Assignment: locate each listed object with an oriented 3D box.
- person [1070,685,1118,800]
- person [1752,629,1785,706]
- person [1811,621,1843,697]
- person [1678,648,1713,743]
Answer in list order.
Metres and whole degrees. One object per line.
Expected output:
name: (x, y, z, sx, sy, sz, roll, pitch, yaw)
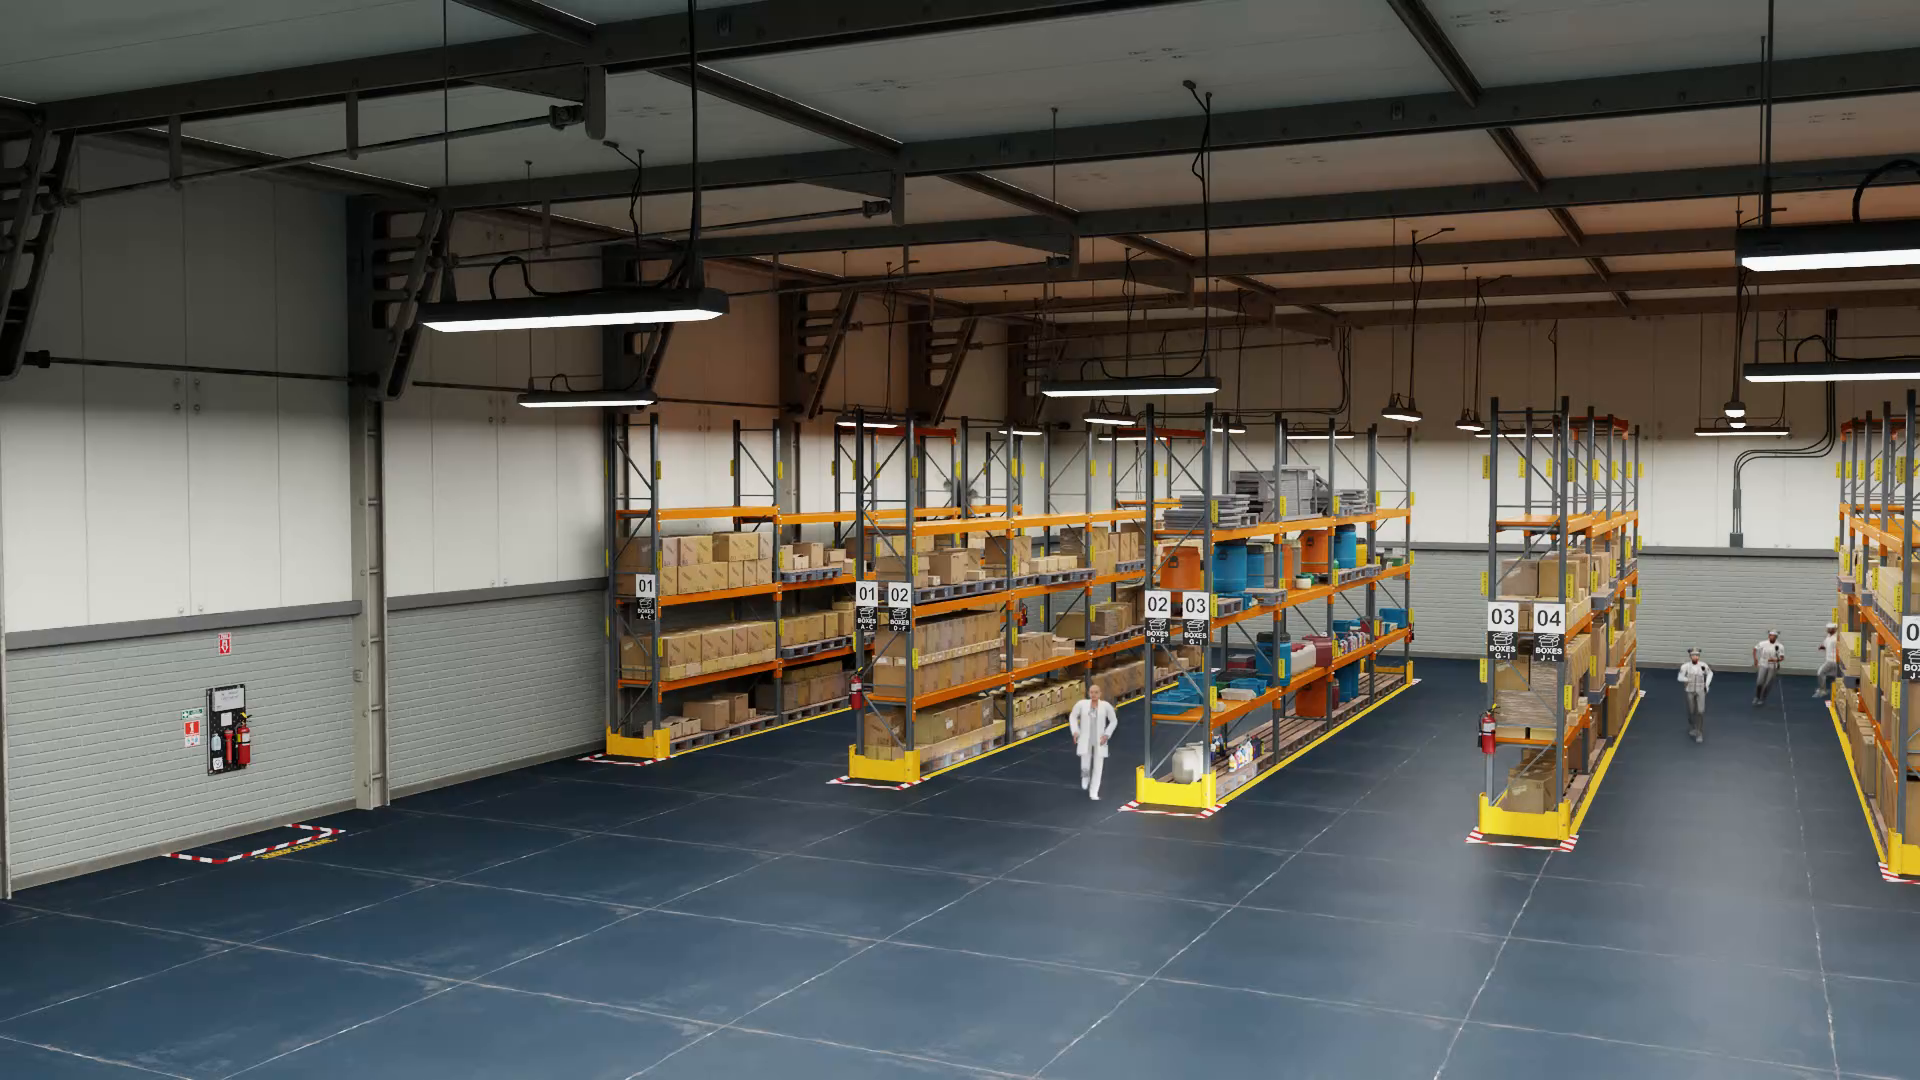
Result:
person: (2.043, 3.077, 25.451, 0.735, 1.747, 0.622, 0, 2, 5)
person: (17.088, 2.699, 35.138, 0.594, 1.656, 0.545, 1, 3, 23)
person: (19.133, 2.633, 36.368, 0.846, 1.751, 0.803, 1, 3, 21)
person: (13.636, 2.861, 30.857, 0.598, 1.753, 0.777, 1, 3, 24)
